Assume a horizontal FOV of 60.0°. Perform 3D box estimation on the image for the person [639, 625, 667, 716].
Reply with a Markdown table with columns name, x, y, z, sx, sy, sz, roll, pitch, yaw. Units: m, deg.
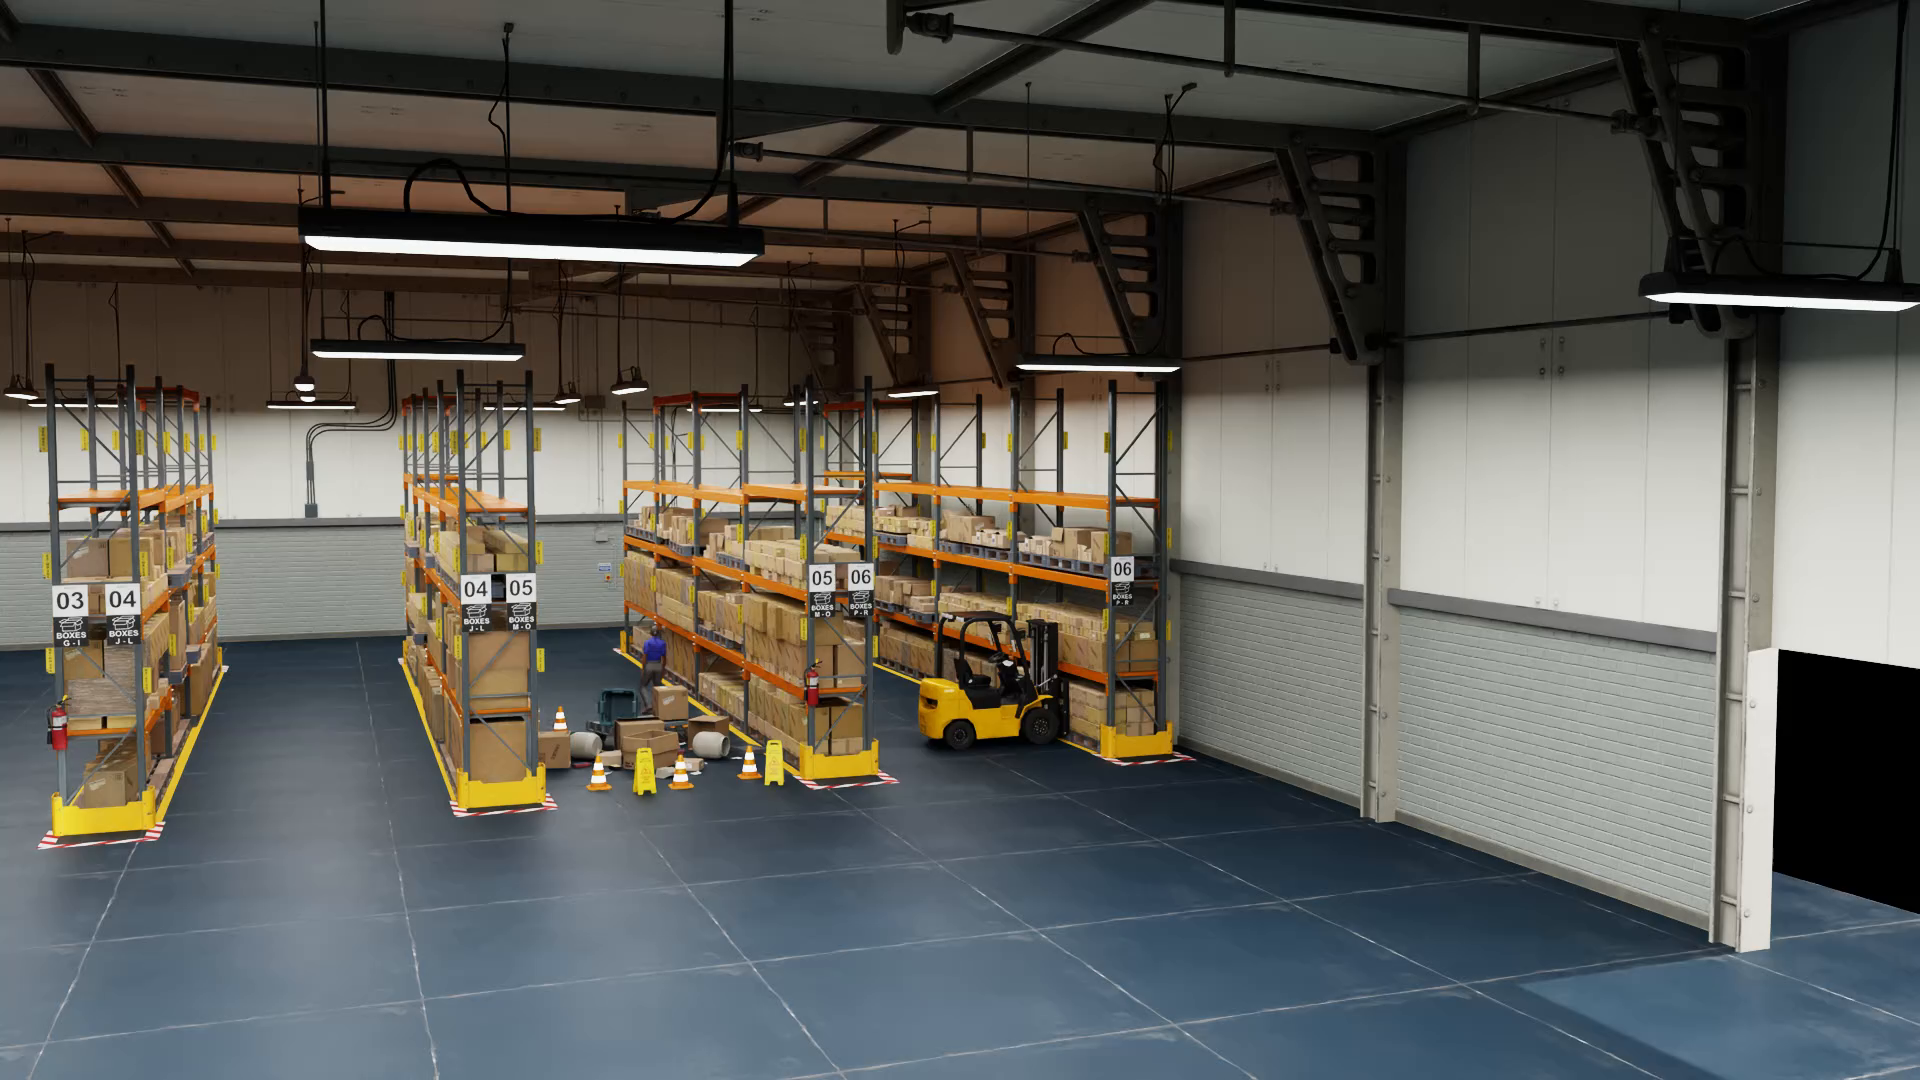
| name | x | y | z | sx | sy | sz | roll | pitch | yaw |
| --- | --- | --- | --- | --- | --- | --- | --- | --- | --- |
| person | -5.614 | 2.390 | 30.412 | 0.529 | 1.658 | 0.425 | -2 | 4 | -26 |
